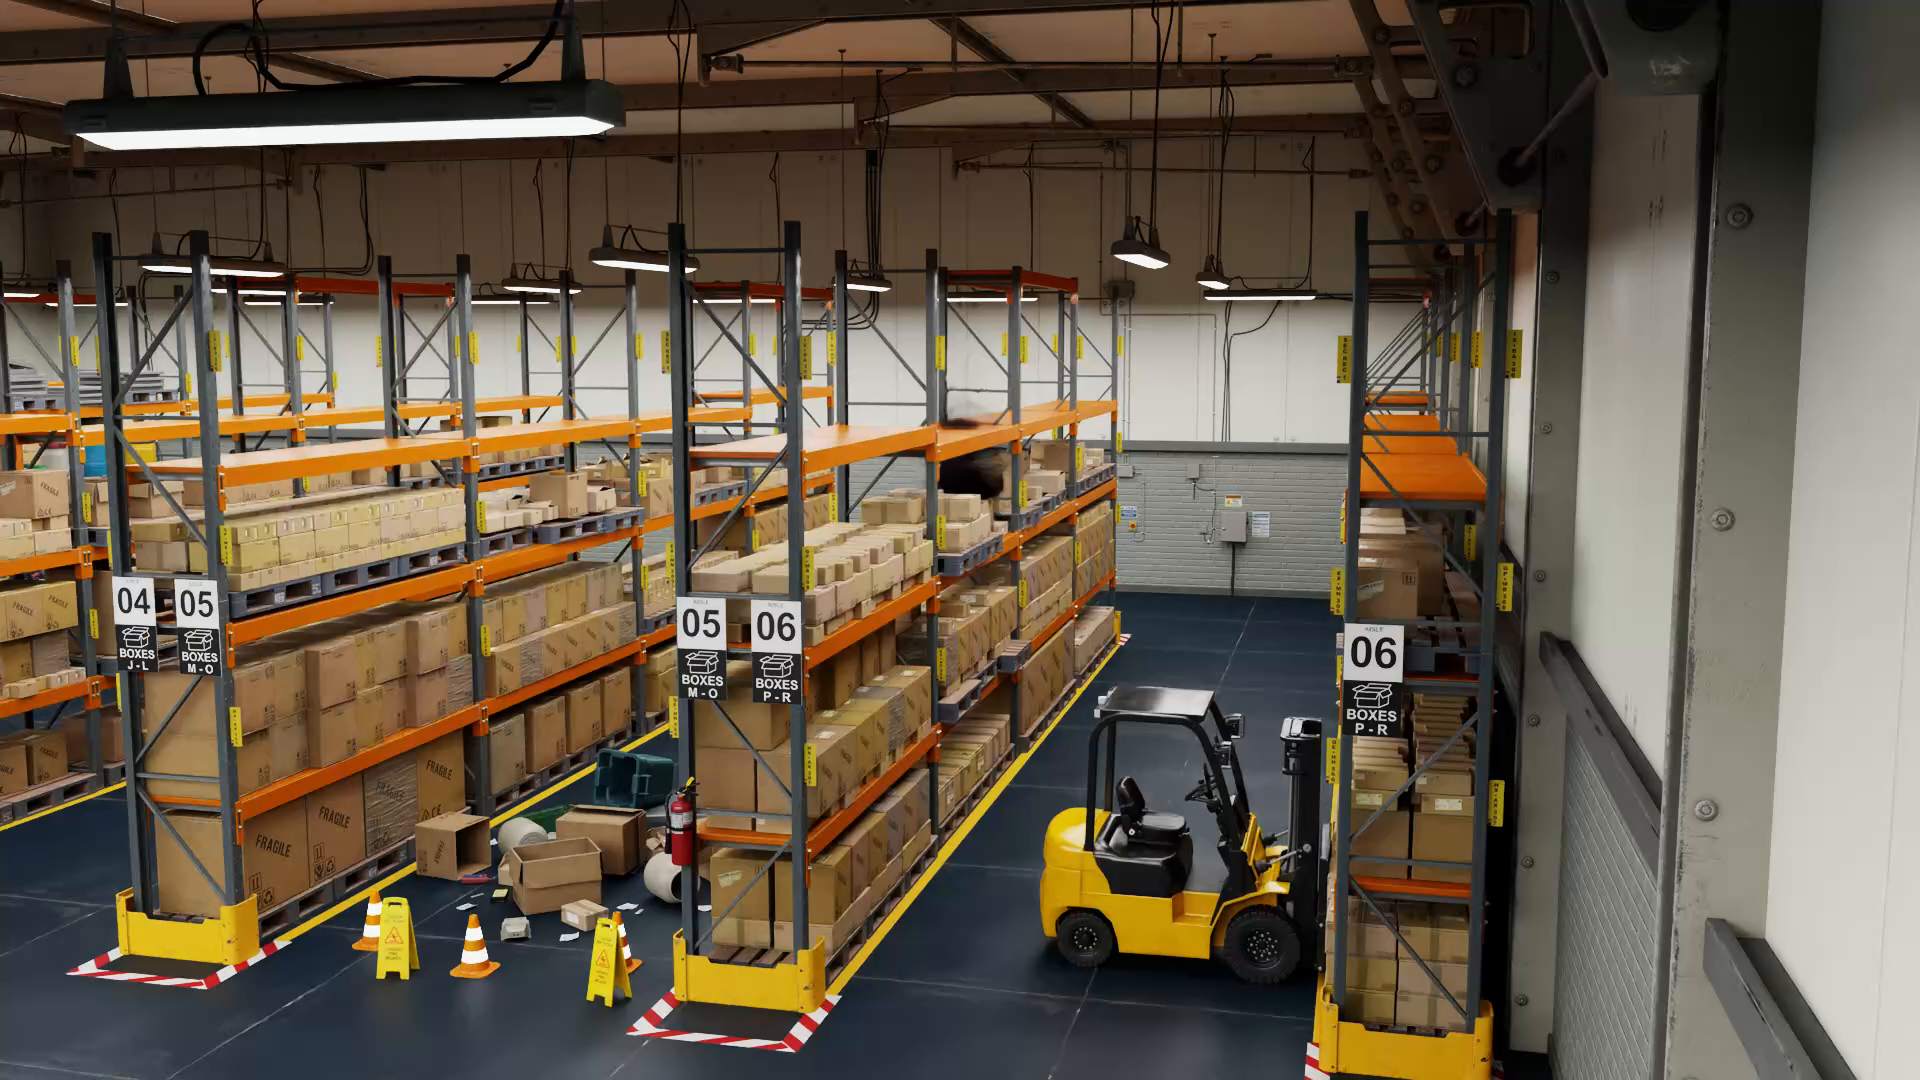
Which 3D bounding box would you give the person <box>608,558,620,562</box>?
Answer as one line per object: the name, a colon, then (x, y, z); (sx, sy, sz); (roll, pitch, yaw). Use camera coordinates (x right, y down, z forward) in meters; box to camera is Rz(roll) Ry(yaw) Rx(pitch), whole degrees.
person: (-5.310, 1.272, 25.745); (0.722, 1.629, 0.822); (2, 7, 19)
